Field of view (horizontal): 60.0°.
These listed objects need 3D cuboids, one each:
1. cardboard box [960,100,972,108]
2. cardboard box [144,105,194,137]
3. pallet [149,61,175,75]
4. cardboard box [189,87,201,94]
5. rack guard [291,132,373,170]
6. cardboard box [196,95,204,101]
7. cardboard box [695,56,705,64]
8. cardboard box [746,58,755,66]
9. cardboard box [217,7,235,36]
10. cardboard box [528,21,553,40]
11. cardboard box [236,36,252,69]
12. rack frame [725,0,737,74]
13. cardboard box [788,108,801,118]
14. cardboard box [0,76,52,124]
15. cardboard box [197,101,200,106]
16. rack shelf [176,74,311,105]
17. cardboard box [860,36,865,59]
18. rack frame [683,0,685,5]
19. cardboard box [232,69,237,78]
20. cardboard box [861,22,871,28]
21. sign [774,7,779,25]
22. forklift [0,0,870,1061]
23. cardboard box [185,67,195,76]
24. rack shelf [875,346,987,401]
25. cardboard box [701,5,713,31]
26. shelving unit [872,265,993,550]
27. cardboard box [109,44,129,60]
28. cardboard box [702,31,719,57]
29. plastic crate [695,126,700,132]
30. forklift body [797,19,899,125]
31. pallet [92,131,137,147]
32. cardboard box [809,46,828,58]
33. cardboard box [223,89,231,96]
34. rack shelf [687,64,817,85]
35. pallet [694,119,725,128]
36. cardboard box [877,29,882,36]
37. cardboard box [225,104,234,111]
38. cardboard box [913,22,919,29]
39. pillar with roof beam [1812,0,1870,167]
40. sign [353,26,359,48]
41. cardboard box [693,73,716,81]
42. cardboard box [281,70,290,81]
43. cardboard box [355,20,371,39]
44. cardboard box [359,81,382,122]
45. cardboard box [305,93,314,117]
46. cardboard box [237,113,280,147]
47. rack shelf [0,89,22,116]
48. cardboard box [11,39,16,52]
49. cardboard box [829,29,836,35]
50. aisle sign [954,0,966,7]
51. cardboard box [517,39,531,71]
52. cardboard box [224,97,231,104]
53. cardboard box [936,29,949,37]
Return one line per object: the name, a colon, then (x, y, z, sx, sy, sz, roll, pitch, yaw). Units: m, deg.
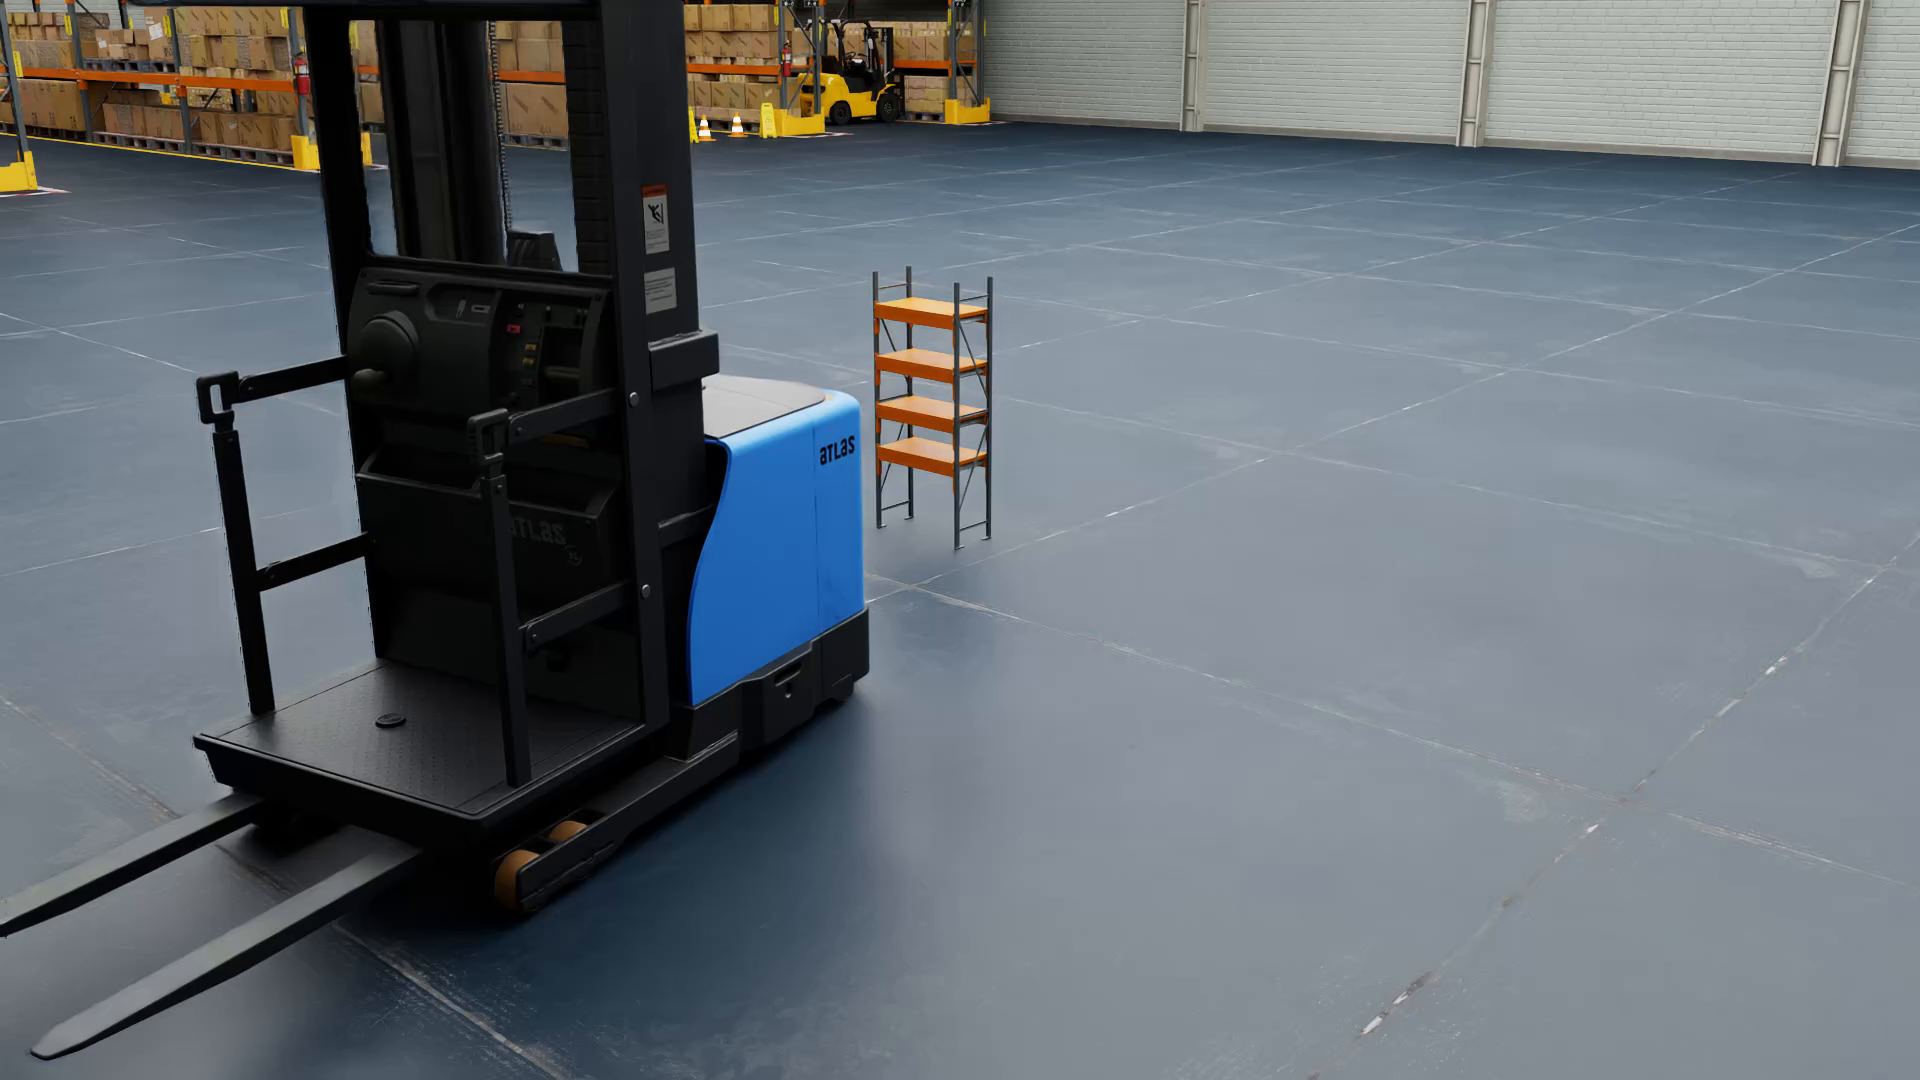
cardboard box: (-0.089, -9.642, 36.885, 0.500, 0.250, 0.500, 15, 23, 39)
cardboard box: (-13.921, -7.405, 29.391, 0.500, 0.500, 0.700, 13, 22, 35)
pallet: (-13.188, -8.141, 28.623, 1.213, 0.211, 1.003, 15, 23, 39)
cardboard box: (-17.524, -10.362, 38.338, 0.250, 0.149, 0.380, 14, 22, 37)
rack guard: (-9.778, -6.067, 25.903, 0.348, 0.500, 1.175, 15, 23, 39)
cardboard box: (-17.308, -10.173, 38.234, 0.250, 0.149, 0.380, 14, 22, 37)
cardboard box: (-5.162, -9.774, 33.866, 0.250, 0.149, 0.380, 15, 23, 40)
cardboard box: (-4.006, -9.474, 32.922, 0.250, 0.149, 0.380, 15, 23, 38)
cardboard box: (-11.415, -8.266, 26.389, 0.500, 0.500, 0.500, 15, 23, 39)
cardboard box: (-7.078, -9.104, 29.307, 0.550, 0.550, 0.875, 15, 23, 39)
cardboard box: (-10.913, -7.733, 26.362, 0.500, 0.500, 0.875, 15, 23, 39)
rack frame: (-5.835, -12.215, 41.144, 0.127, 3.000, 1.000, 15, 23, 39)
cardboard box: (-3.563, -8.600, 33.601, 0.500, 0.250, 0.500, 15, 23, 39)
cardboard box: (-18.205, -8.716, 32.936, 0.875, 0.875, 1.225, 15, 23, 39)
cardboard box: (-17.328, -10.033, 38.286, 0.250, 0.149, 0.380, 15, 23, 39)
rack shelf: (-11.217, -7.302, 26.851, 4.000, 0.370, 1.077, 15, 23, 39)
cardboard box: (-1.905, -11.110, 37.494, 0.500, 0.500, 0.500, 15, 23, 39)
rack frame: (-6.135, -10.289, 35.072, 0.127, 3.000, 1.000, 15, 23, 39)
cardboard box: (-11.404, -7.477, 26.629, 0.250, 0.149, 0.380, 15, 23, 39)
cardboard box: (-2.013, -11.578, 37.404, 0.250, 0.149, 0.380, 15, 23, 38)
sign: (-3.527, -10.066, 31.935, 0.005, 0.325, 0.100, 15, 23, 39)
forklift: (-1.470, -0.552, 4.507, 1.130, 2.935, 3.031, 9, 20, 27)
cardboard box: (-12.574, -7.762, 27.527, 0.250, 0.149, 0.380, 15, 23, 39)
rack shelf: (-0.124, -0.754, 7.488, 0.480, 0.148, 0.258, 15, 23, 39)
cardboard box: (-4.775, -10.519, 33.487, 0.500, 0.500, 0.700, 15, 23, 39)
shelving unit: (-0.124, -0.605, 7.535, 0.503, 1.200, 0.258, 15, 23, 39)
cardboard box: (-14.604, -8.590, 29.273, 0.500, 0.250, 0.500, 14, 22, 38)
cardboard box: (-4.842, -10.030, 33.601, 0.500, 0.500, 0.500, 15, 23, 40)
plastic crate: (-5.505, -8.396, 33.936, 0.583, 0.080, 0.402, 7, 19, 21)
forklift body: (-2.481, -10.173, 36.110, 1.214, 2.155, 2.313, 15, 23, 39)
pallet: (-15.121, -7.363, 30.464, 1.213, 0.211, 1.003, 15, 23, 39)
cardboard box: (-3.394, -11.383, 38.768, 0.500, 0.250, 0.500, 16, 23, 40)
cardboard box: (-16.318, -10.052, 37.363, 0.250, 0.149, 0.380, 16, 24, 41)
rack shelf: (-4.639, -9.544, 33.915, 4.000, 0.370, 1.077, 15, 23, 39)
pallet: (-5.609, -8.833, 35.094, 1.213, 0.211, 1.003, 15, 23, 39)
cardboard box: (-1.636, -11.331, 37.118, 0.250, 0.149, 0.380, 14, 23, 38)
cardboard box: (-16.228, -9.707, 37.259, 0.250, 0.149, 0.380, 14, 22, 37)
cardboard box: (-0.815, -11.288, 36.491, 0.250, 0.149, 0.380, 15, 23, 40)
pillar with roof beam: (10.831, -9.224, 21.801, 0.400, 9.000, 9.100, 15, 23, 39)
sign: (-9.361, -7.779, 25.732, 0.005, 0.325, 0.100, 15, 23, 39)
cardboard box: (-5.230, -9.470, 34.033, 0.250, 0.149, 0.380, 17, 24, 42)
cardboard box: (-10.258, -7.184, 25.706, 0.250, 0.149, 0.380, 15, 23, 39)
cardboard box: (-11.629, -10.282, 33.233, 0.500, 0.500, 0.700, 15, 23, 38)
cardboard box: (-11.941, -8.937, 33.837, 0.750, 0.750, 1.050, 15, 23, 39)
cardboard box: (-13.389, -9.138, 34.885, 0.500, 0.500, 0.500, 16, 24, 41)
cardboard box: (-11.491, -6.746, 27.346, 0.500, 0.500, 0.500, 13, 22, 34)
rack shelf: (-14.505, -6.181, 23.320, 4.000, 0.370, 1.077, 15, 23, 39)
cardboard box: (-18.142, -9.451, 32.267, 0.500, 0.500, 0.500, 15, 23, 39)
cardboard box: (-2.779, -11.646, 38.110, 0.250, 0.149, 0.380, 15, 23, 38)
aisle sign: (0.003, -11.769, 35.438, 0.004, 0.787, 0.394, 15, 23, 39)
cardboard box: (-7.422, -8.727, 29.904, 0.550, 0.550, 0.875, 15, 23, 39)
cardboard box: (-16.198, -9.830, 37.155, 0.250, 0.149, 0.380, 14, 22, 37)
cardboard box: (-0.297, -10.972, 35.989, 0.250, 0.149, 0.380, 15, 23, 40)
